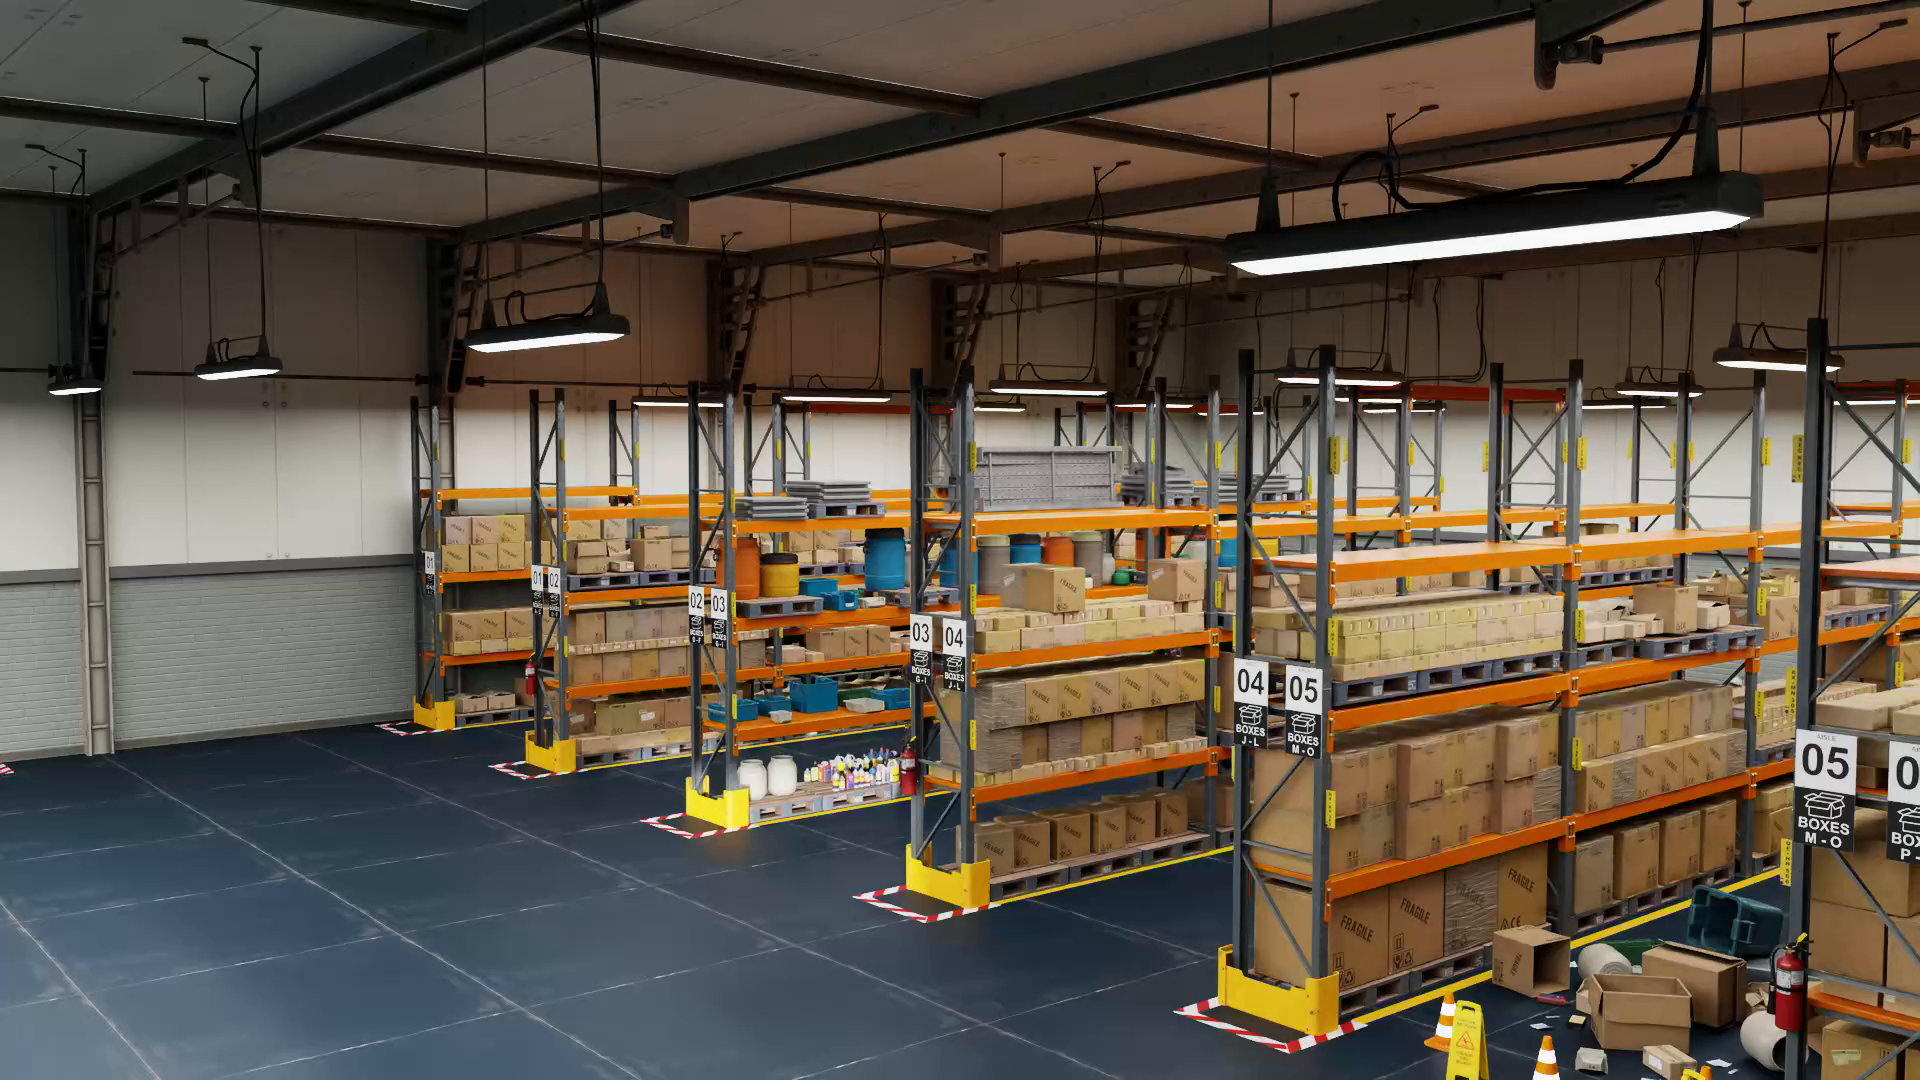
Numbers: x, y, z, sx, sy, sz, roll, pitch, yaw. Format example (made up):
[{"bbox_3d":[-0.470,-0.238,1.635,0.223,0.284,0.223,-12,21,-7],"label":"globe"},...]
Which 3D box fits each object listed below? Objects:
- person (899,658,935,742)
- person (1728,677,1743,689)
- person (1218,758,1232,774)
[{"bbox_3d":[-0.710,2.525,27.913,0.575,1.657,0.938,3,5,43],"label":"person"},{"bbox_3d":[11.219,2.858,24.213,0.599,1.738,0.679,-3,4,-39],"label":"person"},{"bbox_3d":[3.920,2.913,24.569,0.720,1.629,0.618,-3,4,-37],"label":"person"}]
